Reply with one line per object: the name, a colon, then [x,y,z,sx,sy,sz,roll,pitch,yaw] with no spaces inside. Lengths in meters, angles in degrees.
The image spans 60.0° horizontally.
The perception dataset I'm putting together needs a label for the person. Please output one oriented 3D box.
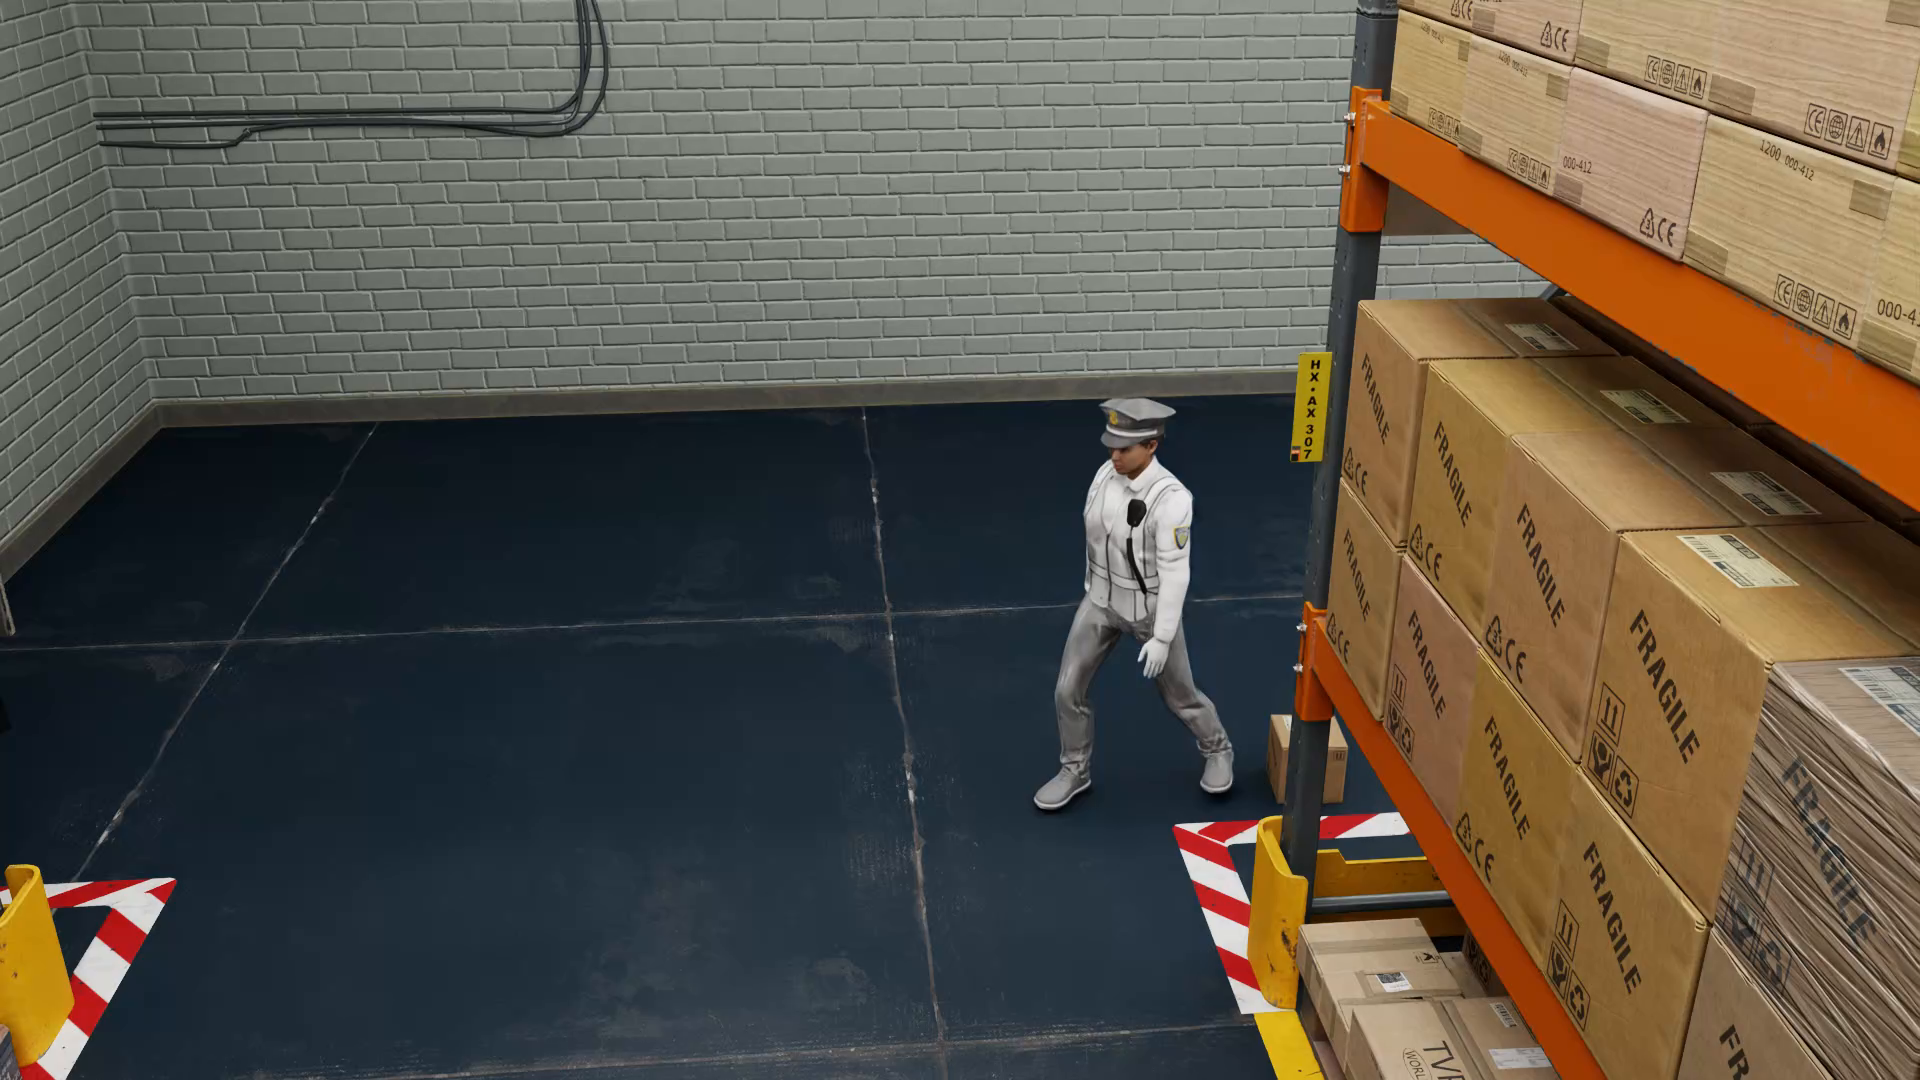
person: [0.693,0.229,6.104,0.764,1.624,0.549,-21,31,-39]
